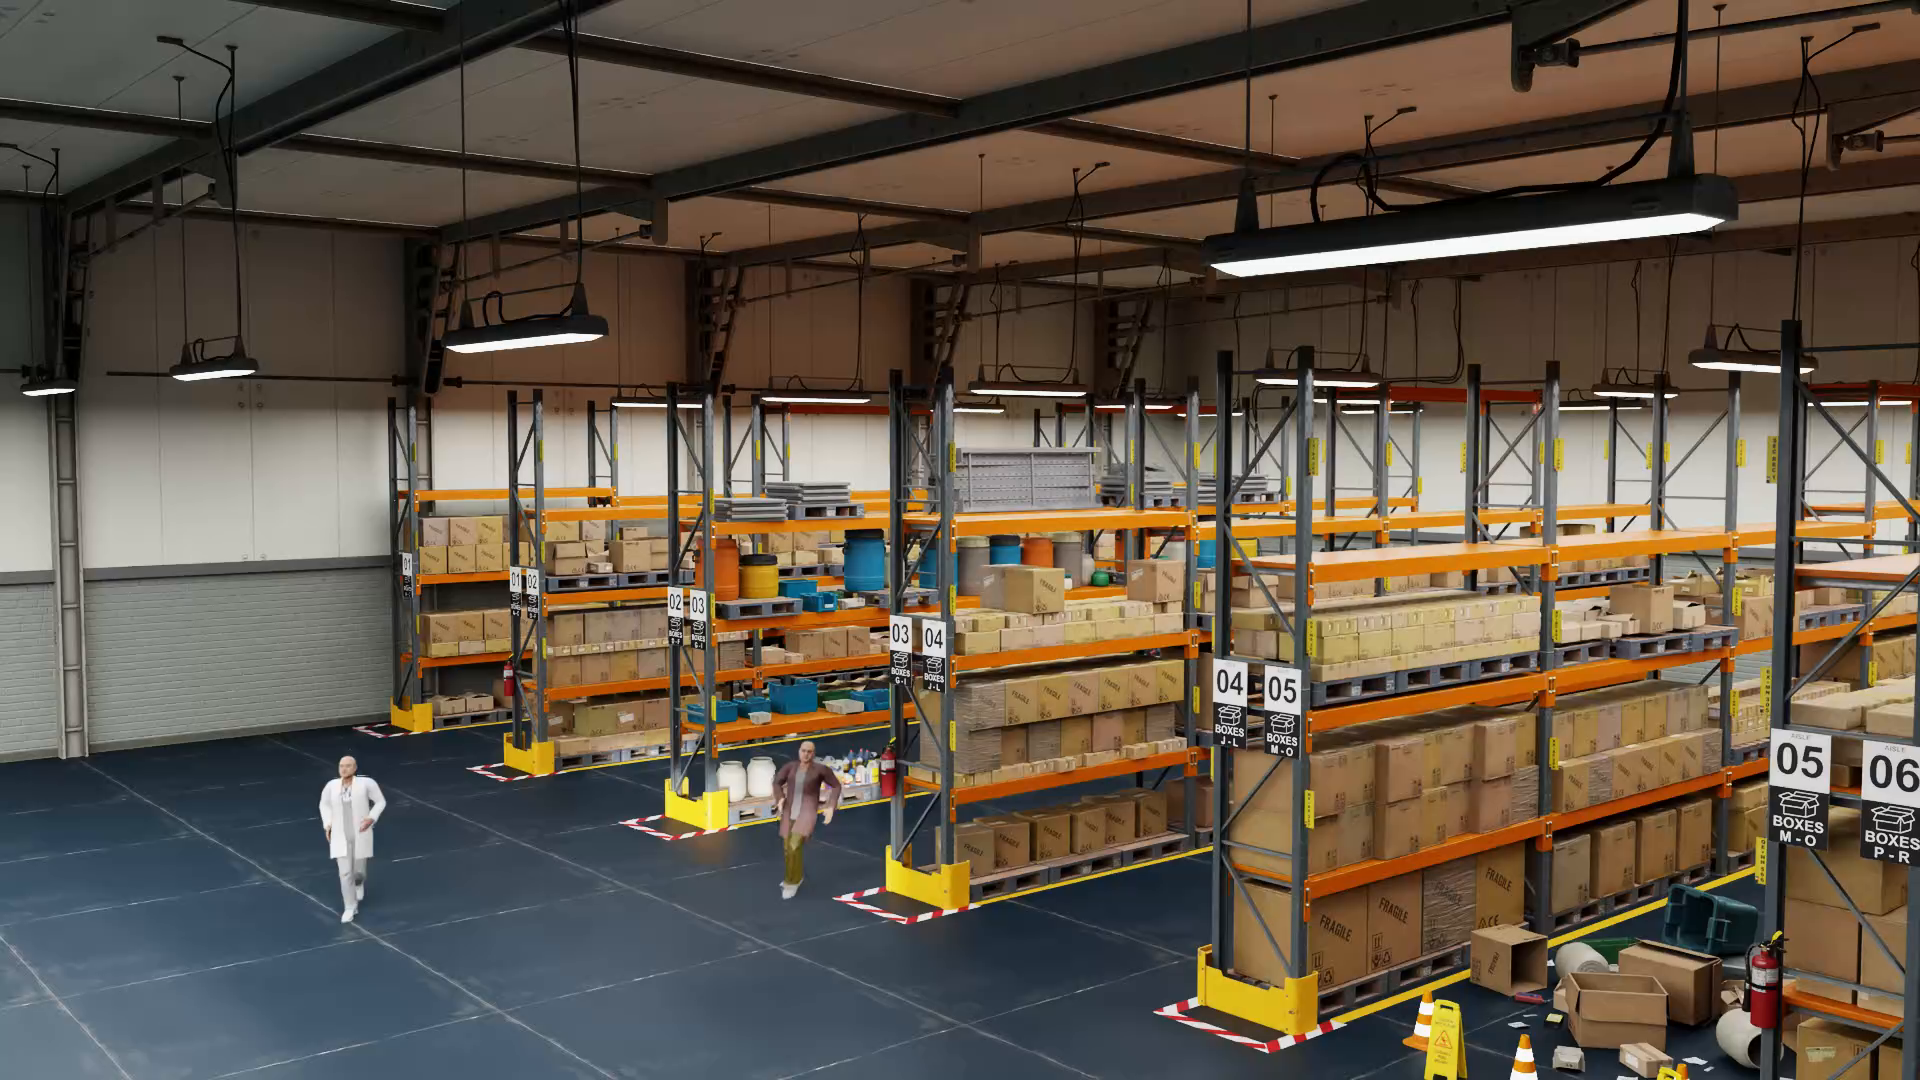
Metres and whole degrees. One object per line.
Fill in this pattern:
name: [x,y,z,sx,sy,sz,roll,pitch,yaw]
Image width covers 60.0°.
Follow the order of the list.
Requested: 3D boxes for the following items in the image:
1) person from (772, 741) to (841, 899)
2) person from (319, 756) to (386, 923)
person: [-1.788,3.187,18.997,0.779,1.805,0.688,1,4,21]
person: [-6.654,3.237,18.187,0.706,1.763,0.699,-1,3,-11]
